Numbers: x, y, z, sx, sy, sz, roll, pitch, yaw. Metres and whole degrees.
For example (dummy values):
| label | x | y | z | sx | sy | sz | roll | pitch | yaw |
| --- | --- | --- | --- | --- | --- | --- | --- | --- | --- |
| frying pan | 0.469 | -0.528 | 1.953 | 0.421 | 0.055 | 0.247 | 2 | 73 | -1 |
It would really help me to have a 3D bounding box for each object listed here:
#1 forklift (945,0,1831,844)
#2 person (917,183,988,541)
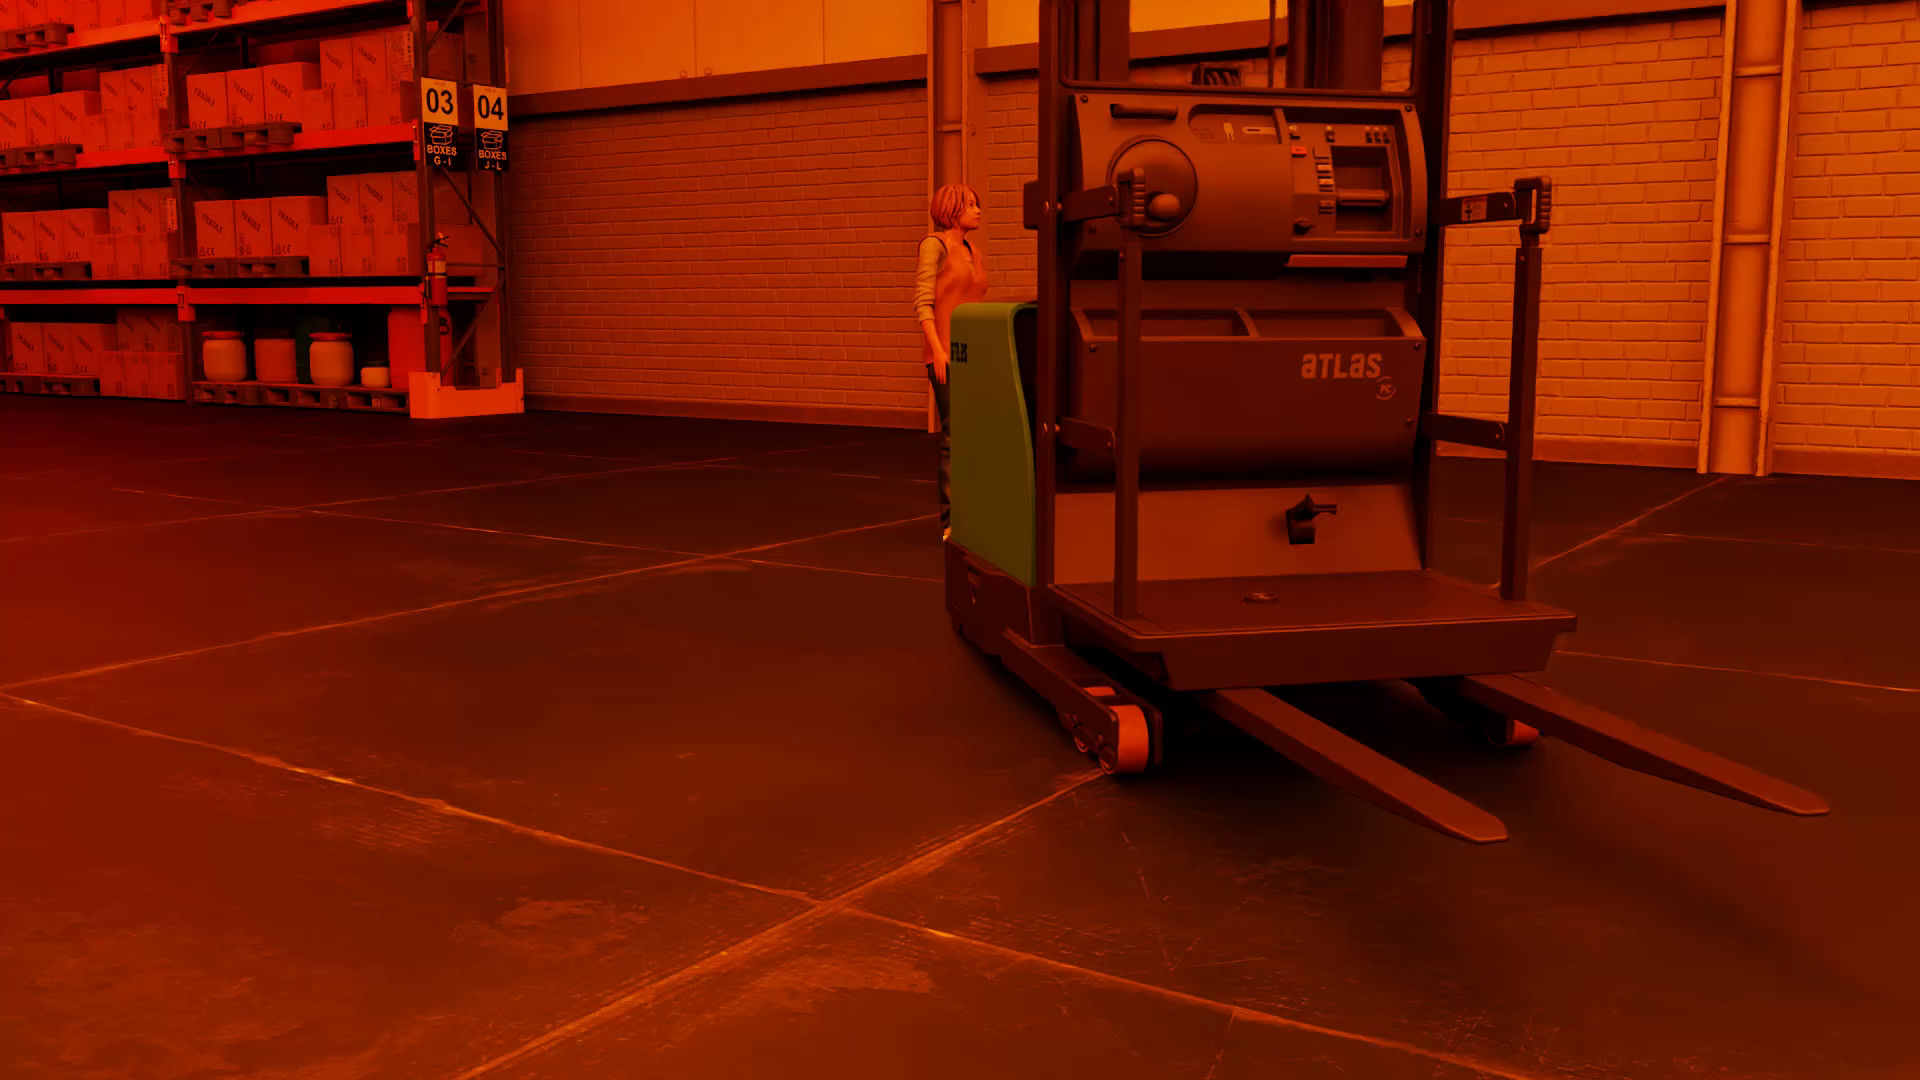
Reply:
| label | x | y | z | sx | sy | sz | roll | pitch | yaw |
| --- | --- | --- | --- | --- | --- | --- | --- | --- | --- |
| forklift | 0.794 | -0.969 | 4.009 | 1.130 | 2.935 | 3.031 | -2 | 8 | -13 |
| person | 0.051 | -0.790 | 7.435 | 0.476 | 1.596 | 0.513 | 5 | 10 | 34 |
